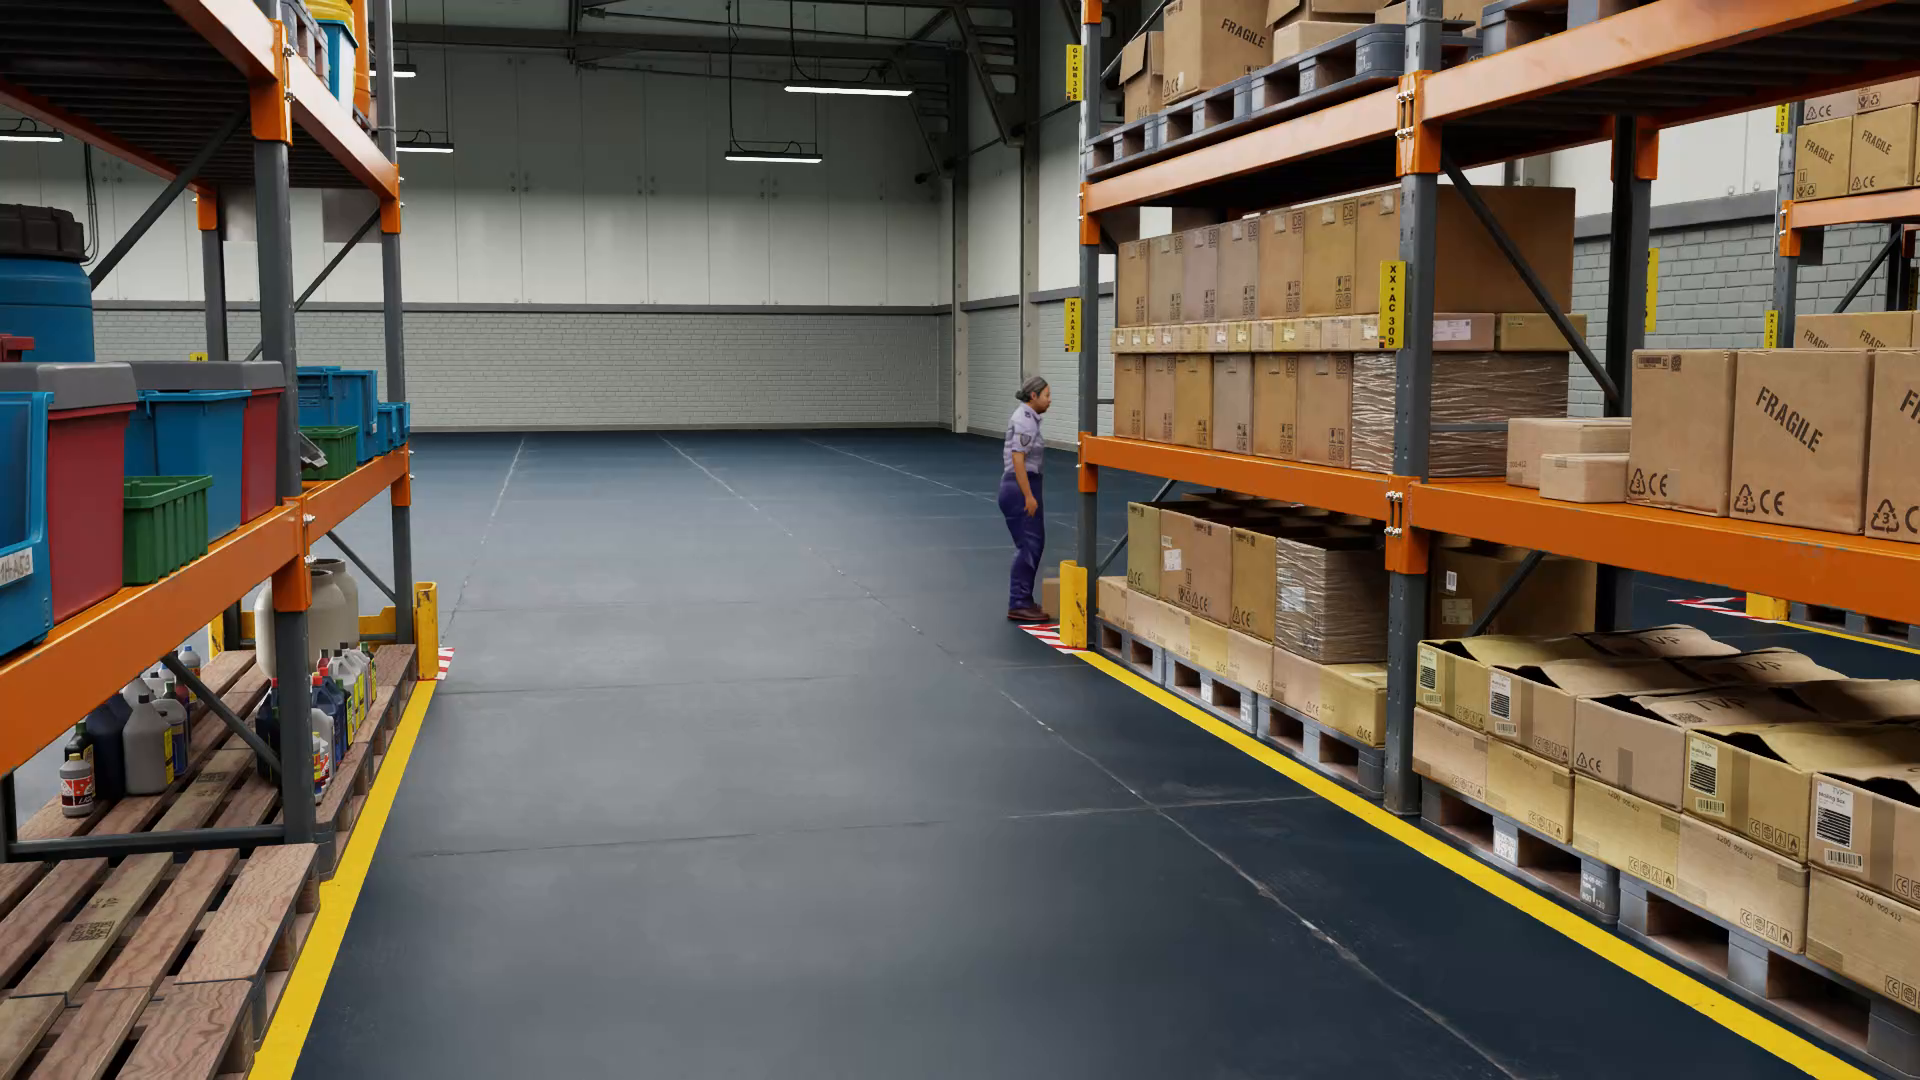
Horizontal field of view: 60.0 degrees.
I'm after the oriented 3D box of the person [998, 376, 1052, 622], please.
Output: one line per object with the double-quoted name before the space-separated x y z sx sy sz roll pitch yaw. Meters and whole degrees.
"person" 0.449 -0.291 11.406 0.370 1.647 0.543 0 6 5
